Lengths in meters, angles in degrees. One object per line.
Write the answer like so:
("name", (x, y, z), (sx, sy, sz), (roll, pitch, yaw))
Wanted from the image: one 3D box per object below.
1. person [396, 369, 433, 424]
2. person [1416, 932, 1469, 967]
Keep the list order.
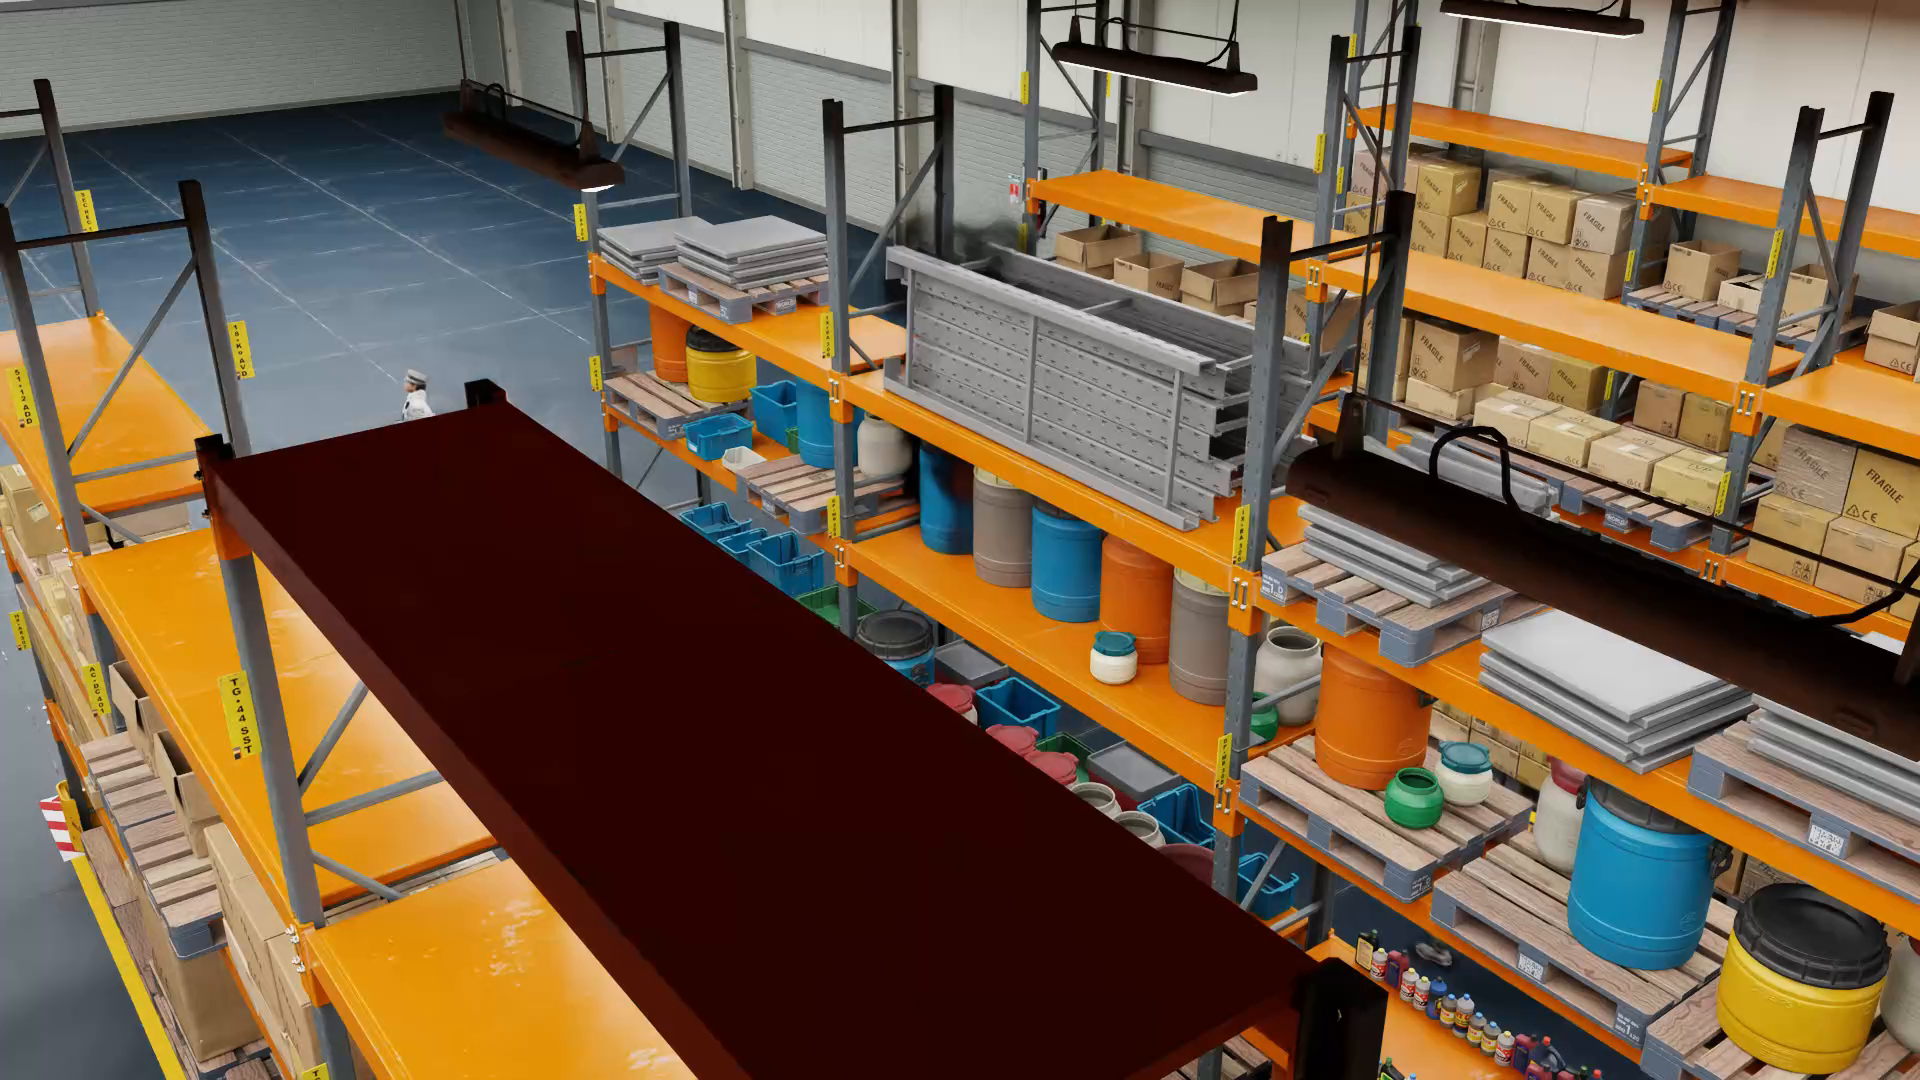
("person", (-6.429, -1.214, 19.650), (0.518, 1.659, 0.607), (-6, 25, -12))
("person", (3.558, 2.376, 11.876), (0.540, 1.652, 0.609), (19, 31, 35))
